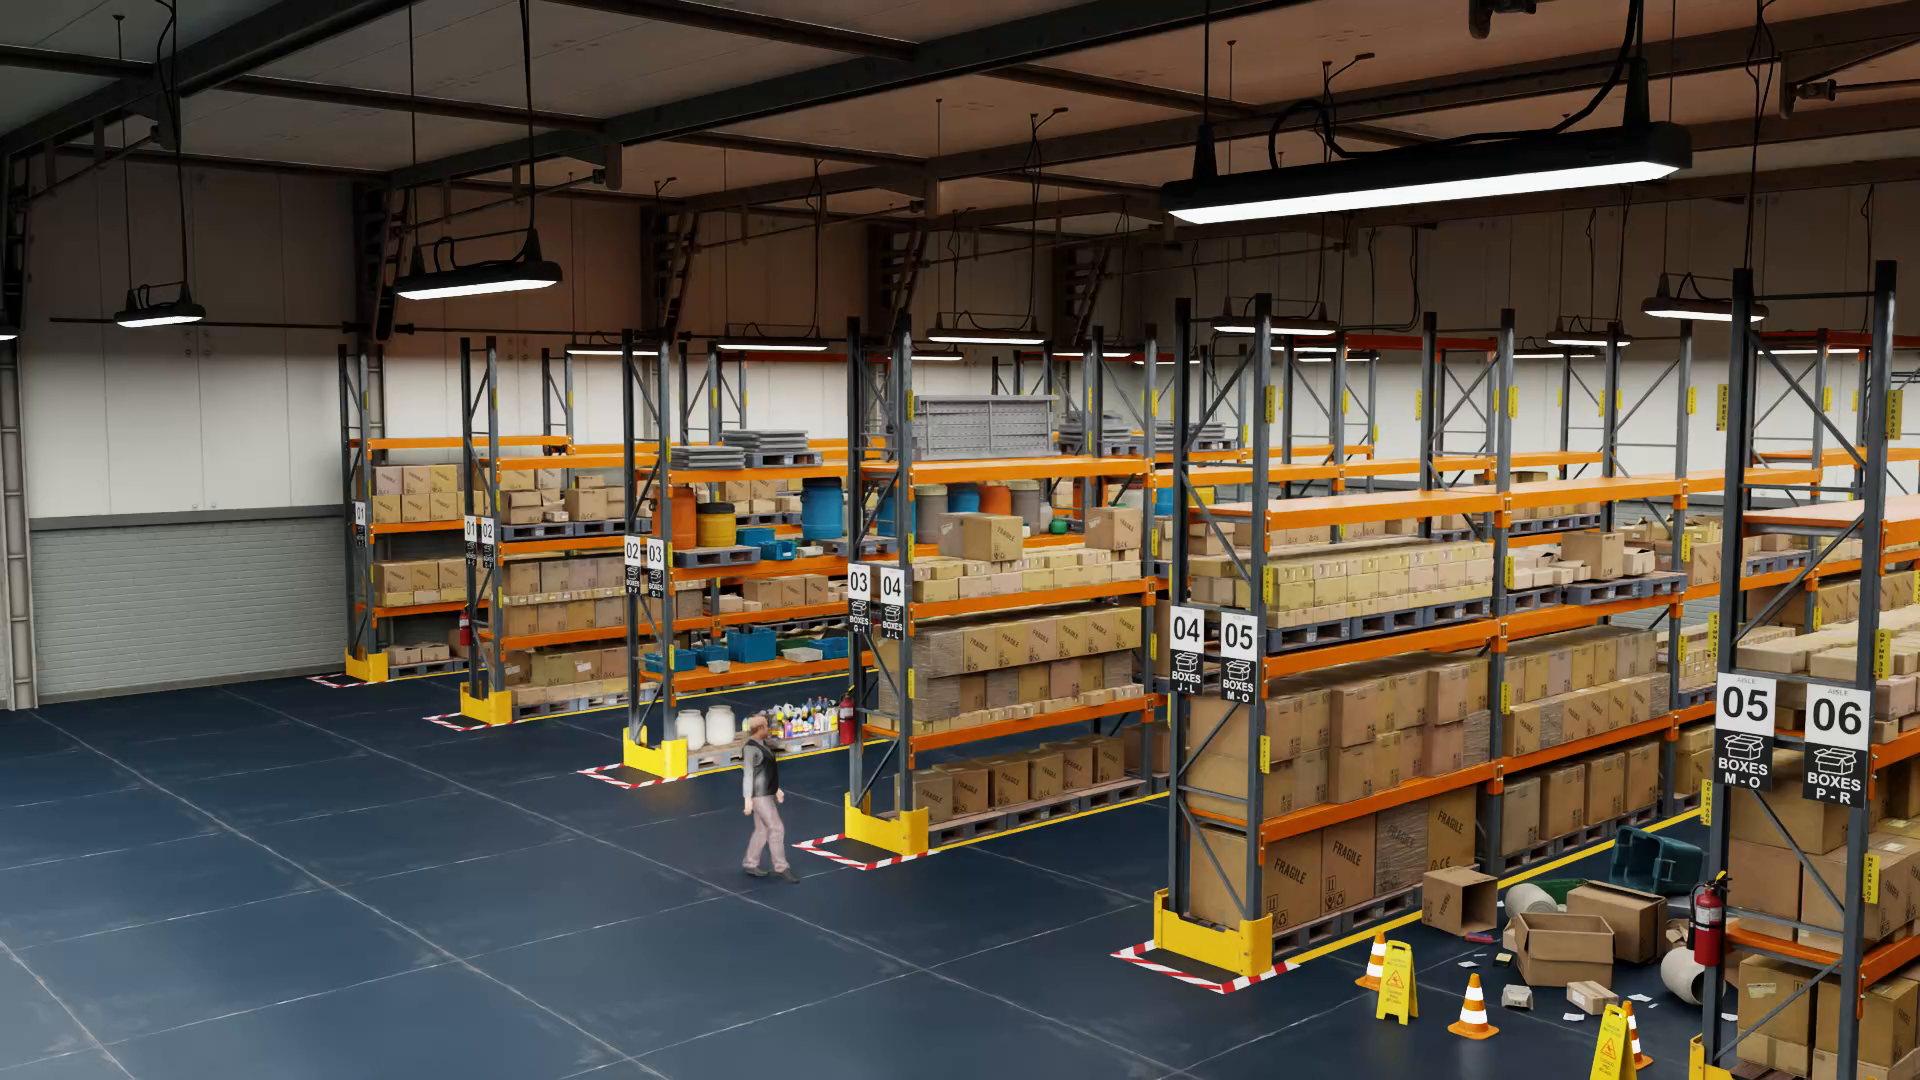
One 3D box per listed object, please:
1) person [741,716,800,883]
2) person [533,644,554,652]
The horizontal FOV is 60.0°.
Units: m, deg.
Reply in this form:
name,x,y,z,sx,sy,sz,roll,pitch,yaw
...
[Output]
name,x,y,z,sx,sy,sz,roll,pitch,yaw
person,-2.004,2.734,17.678,0.664,1.732,0.556,0,5,3
person,-7.485,1.616,30.261,0.704,1.799,0.527,5,7,44
